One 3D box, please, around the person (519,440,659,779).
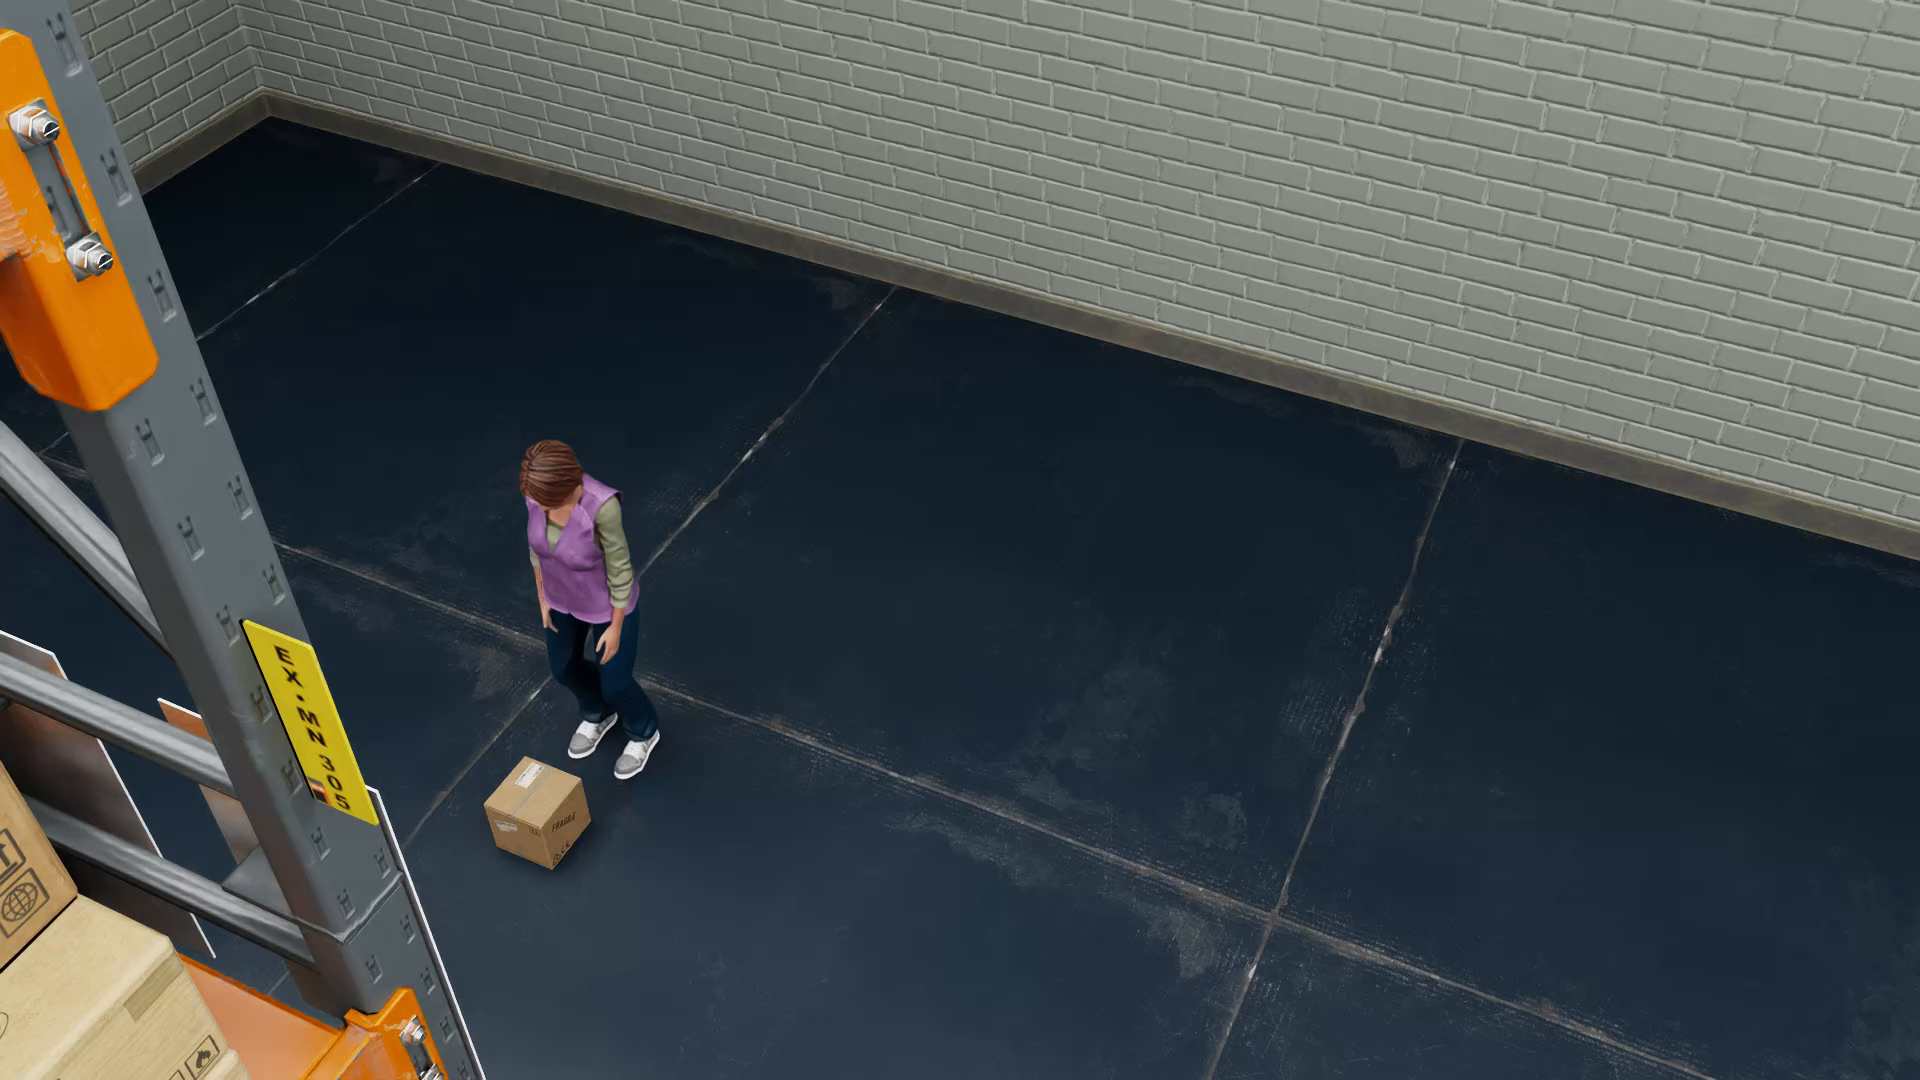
[{"bbox_3d":[-1.312,0.243,5.945,0.423,1.550,0.368,19,46,19],"label":"person"}]
